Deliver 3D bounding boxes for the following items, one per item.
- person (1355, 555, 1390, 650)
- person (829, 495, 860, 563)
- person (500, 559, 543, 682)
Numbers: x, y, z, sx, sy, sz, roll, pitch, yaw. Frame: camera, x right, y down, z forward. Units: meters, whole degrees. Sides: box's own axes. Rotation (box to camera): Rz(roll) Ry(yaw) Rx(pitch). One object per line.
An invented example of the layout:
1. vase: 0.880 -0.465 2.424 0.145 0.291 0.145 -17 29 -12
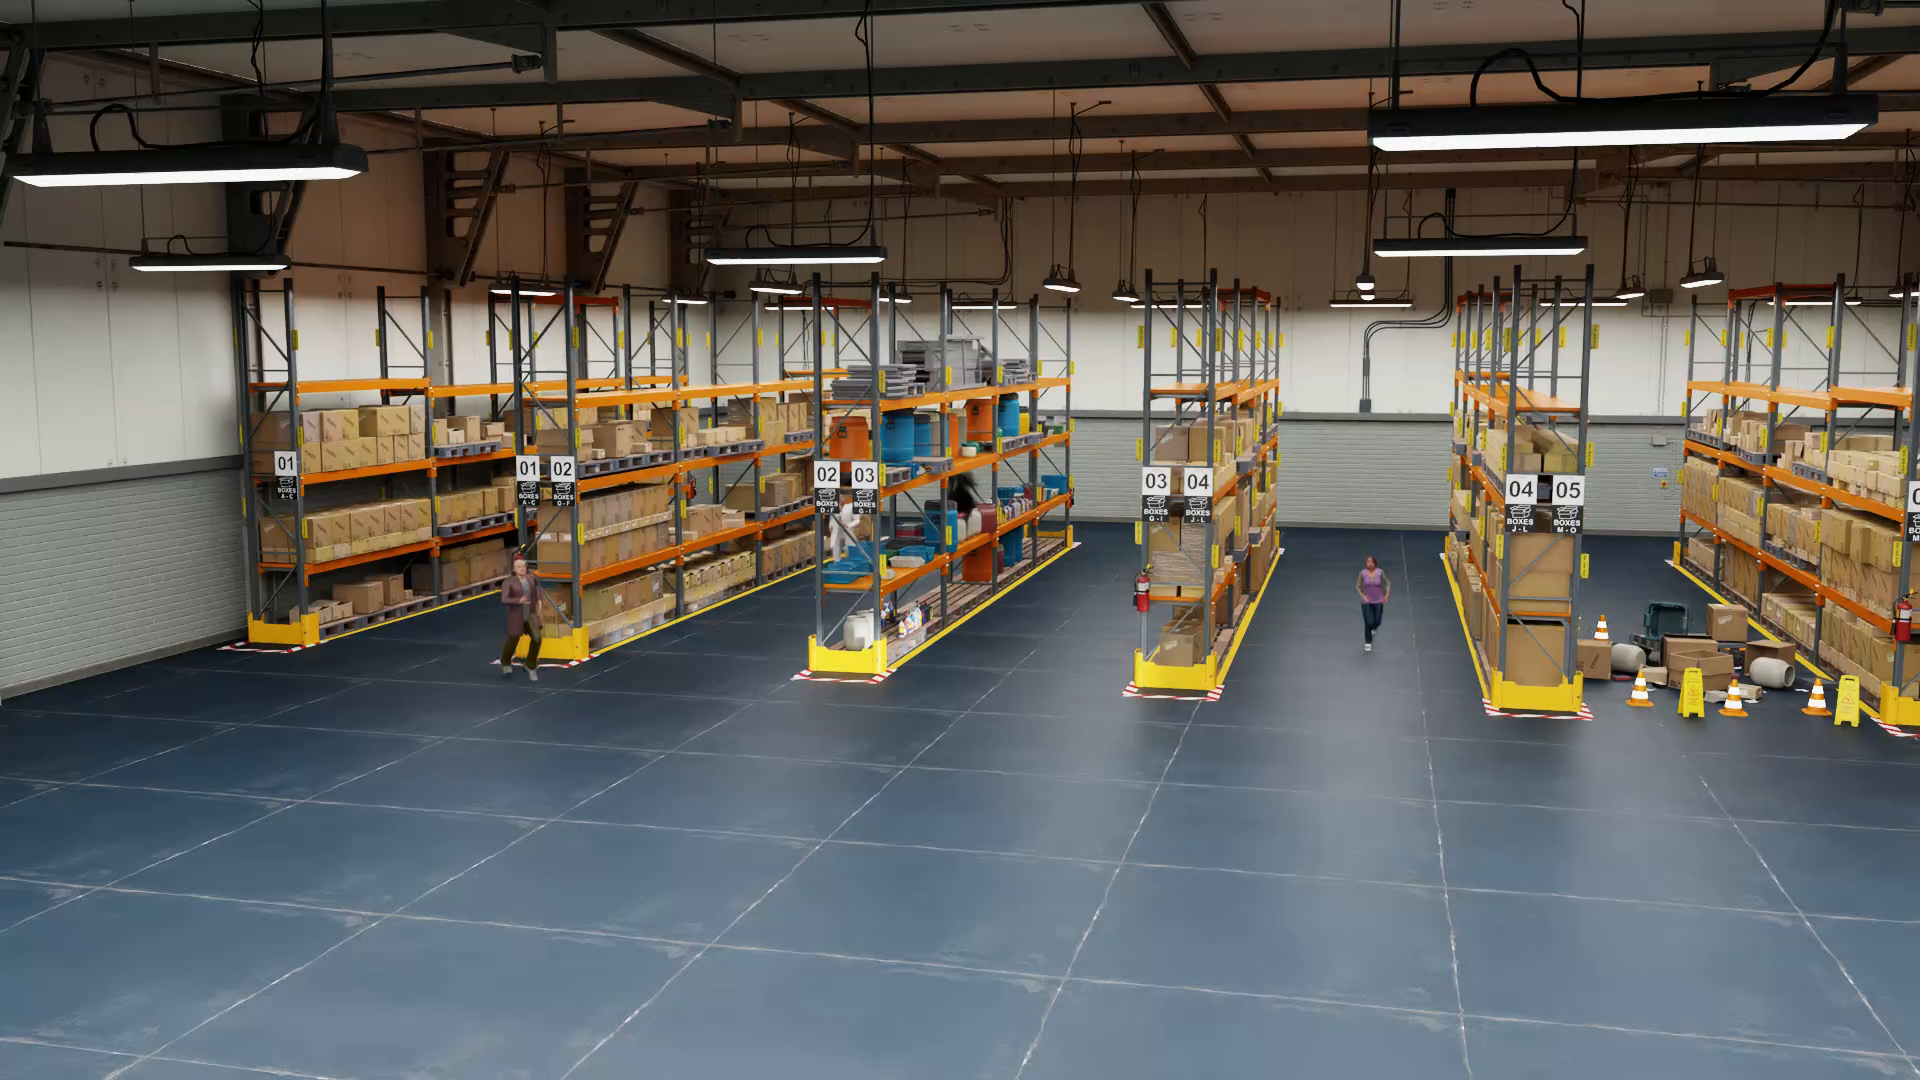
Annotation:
1. person: 6.666 1.024 26.873 0.560 1.558 0.605 1 7 12
2. person: -2.256 -0.036 32.423 0.674 1.816 1.186 1 7 9
3. person: -6.482 1.182 24.631 0.730 1.829 0.974 -5 9 -37
